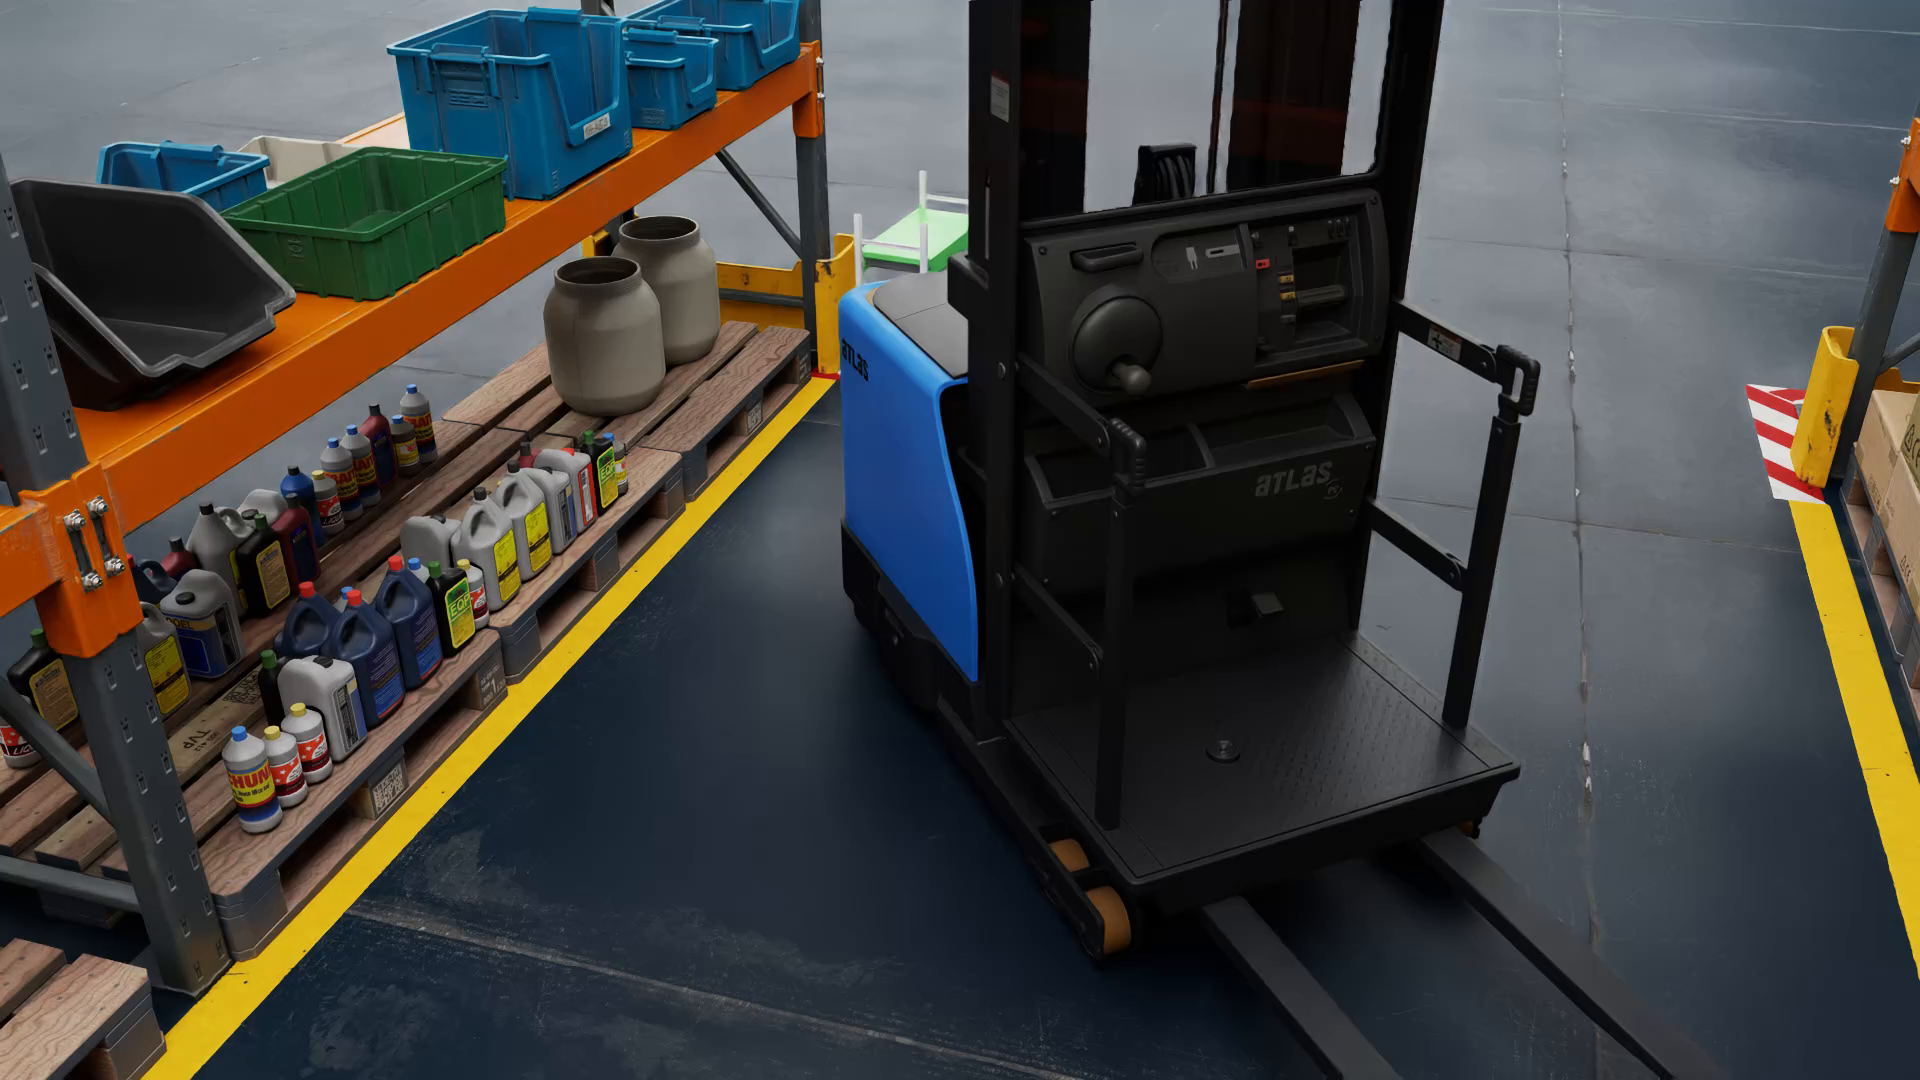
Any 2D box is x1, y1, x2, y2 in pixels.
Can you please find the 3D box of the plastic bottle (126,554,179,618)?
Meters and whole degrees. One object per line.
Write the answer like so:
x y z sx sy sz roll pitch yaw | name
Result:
-2.250 0.188 4.598 0.144 0.351 0.185 7 30 12 | plastic bottle

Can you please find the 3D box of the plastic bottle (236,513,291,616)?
-2.050 0.070 4.880 0.061 0.283 0.133 8 30 15 | plastic bottle

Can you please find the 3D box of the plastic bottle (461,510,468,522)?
-1.480 -0.001 5.093 0.097 0.201 0.097 0 29 0 | plastic bottle

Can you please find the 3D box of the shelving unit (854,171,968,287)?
-0.116 -0.554 5.512 0.258 1.200 0.503 12 31 20 | shelving unit

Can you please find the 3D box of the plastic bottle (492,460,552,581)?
-1.351 -0.070 5.062 0.144 0.351 0.185 10 31 17 | plastic bottle

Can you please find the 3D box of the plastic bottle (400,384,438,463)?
-1.876 -0.408 5.752 0.097 0.271 0.097 0 29 0 | plastic bottle

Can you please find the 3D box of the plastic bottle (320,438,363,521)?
-2.006 -0.202 5.382 0.097 0.271 0.097 0 29 0 | plastic bottle

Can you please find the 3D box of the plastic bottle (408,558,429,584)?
-1.523 0.175 4.703 0.097 0.271 0.097 0 29 0 | plastic bottle

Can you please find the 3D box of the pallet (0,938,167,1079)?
-2.413 1.242 3.301 1.003 0.211 1.213 8 30 15 | pallet

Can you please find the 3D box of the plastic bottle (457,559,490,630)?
-1.425 0.151 4.818 0.097 0.201 0.097 0 29 0 | plastic bottle

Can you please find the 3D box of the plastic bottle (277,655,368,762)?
-1.638 0.411 4.275 0.152 0.276 0.135 10 30 17 | plastic bottle

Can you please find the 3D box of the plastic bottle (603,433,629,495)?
-1.166 -0.260 5.557 0.097 0.201 0.097 0 29 0 | plastic bottle

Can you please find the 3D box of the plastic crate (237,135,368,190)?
-1.985 -1.023 4.774 0.530 0.136 0.437 8 30 15 | plastic crate

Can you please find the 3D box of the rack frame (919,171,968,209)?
-0.021 -0.663 5.708 0.240 1.200 0.015 12 31 20 | rack frame

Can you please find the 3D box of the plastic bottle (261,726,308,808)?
-1.677 0.550 4.101 0.097 0.201 0.097 0 29 0 | plastic bottle

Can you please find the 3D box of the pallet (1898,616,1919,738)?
3.144 0.647 4.369 1.003 0.211 1.213 8 30 15 | pallet

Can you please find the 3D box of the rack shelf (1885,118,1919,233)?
3.101 -0.254 3.861 1.077 0.370 4.000 8 30 15 | rack shelf

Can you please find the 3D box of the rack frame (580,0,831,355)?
-1.046 -2.206 6.630 1.000 3.000 0.127 8 30 15 | rack frame

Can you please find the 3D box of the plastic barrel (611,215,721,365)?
-1.166 -0.986 6.564 0.421 0.512 0.421 0 29 0 | plastic barrel

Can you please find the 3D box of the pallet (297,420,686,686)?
-1.627 -0.004 5.540 1.003 0.211 1.213 8 30 15 | pallet

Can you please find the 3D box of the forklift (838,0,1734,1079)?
0.683 -0.527 3.683 1.130 2.935 3.031 -12 31 -21 | forklift

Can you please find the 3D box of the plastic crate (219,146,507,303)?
-1.551 -0.845 4.402 0.450 0.188 0.662 8 30 15 | plastic crate

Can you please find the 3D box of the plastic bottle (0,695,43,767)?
-2.411 0.470 4.245 0.097 0.201 0.097 0 29 0 | plastic bottle

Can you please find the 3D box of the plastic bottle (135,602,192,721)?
-2.168 0.298 4.401 0.144 0.351 0.185 8 30 15 | plastic bottle

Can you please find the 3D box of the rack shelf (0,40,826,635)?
-1.633 -0.962 5.135 1.077 0.370 4.000 8 30 15 | rack shelf

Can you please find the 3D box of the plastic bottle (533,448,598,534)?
-1.266 -0.179 5.335 0.152 0.276 0.135 9 30 15 | plastic bottle

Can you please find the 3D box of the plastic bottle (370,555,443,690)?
-1.531 0.214 4.551 0.144 0.351 0.185 7 30 13 | plastic bottle

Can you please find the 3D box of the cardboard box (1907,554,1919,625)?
3.028 0.203 4.696 0.500 0.250 0.500 8 30 15 | cardboard box

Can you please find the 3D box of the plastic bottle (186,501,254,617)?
-2.155 0.038 4.868 0.144 0.351 0.185 8 30 15 | plastic bottle

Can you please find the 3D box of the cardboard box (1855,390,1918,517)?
3.318 -0.262 5.532 0.500 0.250 0.500 8 30 15 | cardboard box

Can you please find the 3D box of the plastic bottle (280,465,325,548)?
-2.065 -0.108 5.213 0.097 0.271 0.097 0 29 0 | plastic bottle

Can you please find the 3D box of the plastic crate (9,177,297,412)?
-1.944 -0.545 3.709 0.767 0.338 0.504 8 30 15 | plastic crate

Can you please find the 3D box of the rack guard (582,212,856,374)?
-1.023 -1.072 7.163 1.175 0.500 0.348 8 30 15 | rack guard

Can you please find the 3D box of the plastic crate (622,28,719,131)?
-1.103 -1.565 5.631 0.499 0.251 0.408 8 30 15 | plastic crate

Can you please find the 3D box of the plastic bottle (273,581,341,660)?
-1.724 0.281 4.431 0.144 0.351 0.185 8 30 15 | plastic bottle

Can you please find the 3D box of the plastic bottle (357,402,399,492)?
-1.960 -0.311 5.565 0.061 0.283 0.133 9 30 16 | plastic bottle
